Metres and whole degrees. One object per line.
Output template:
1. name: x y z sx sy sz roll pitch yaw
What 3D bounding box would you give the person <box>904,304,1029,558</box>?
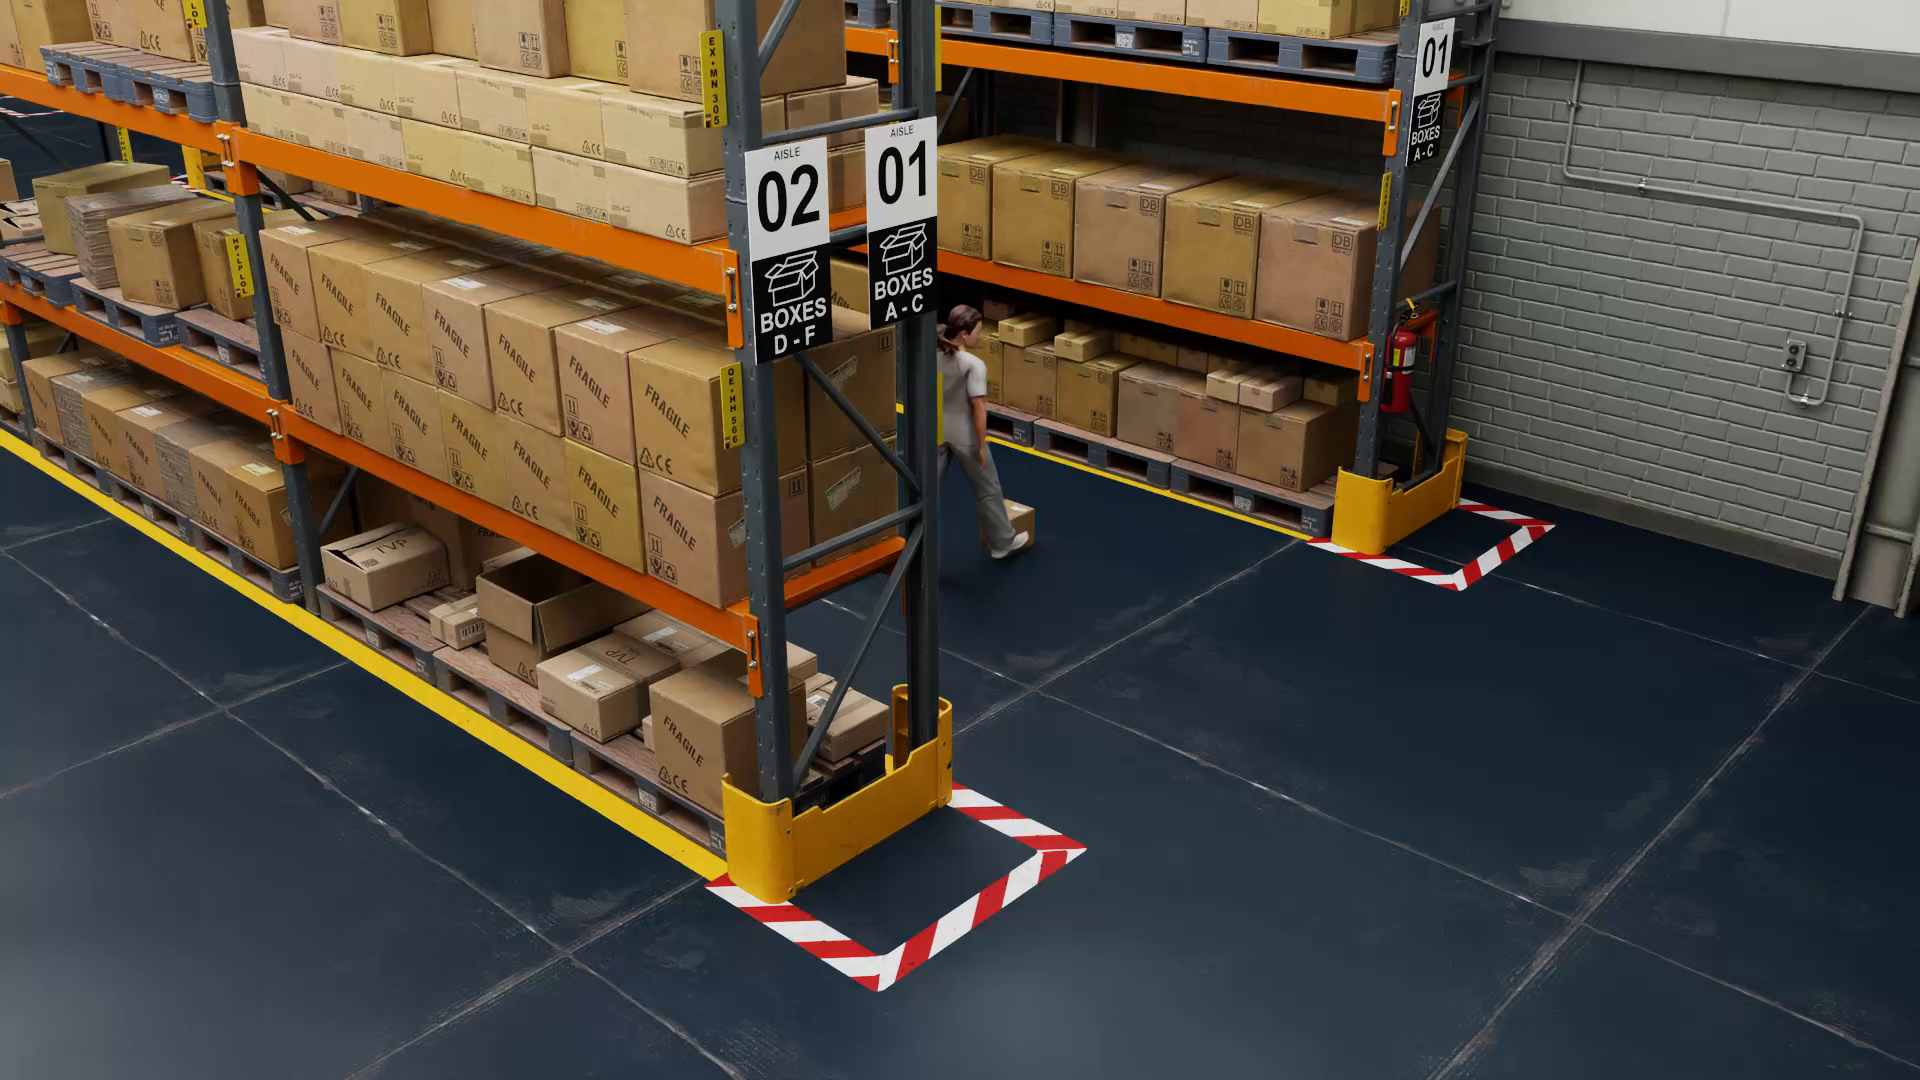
1. person: -0.014 -0.619 9.978 0.603 1.634 0.851 12 27 25
